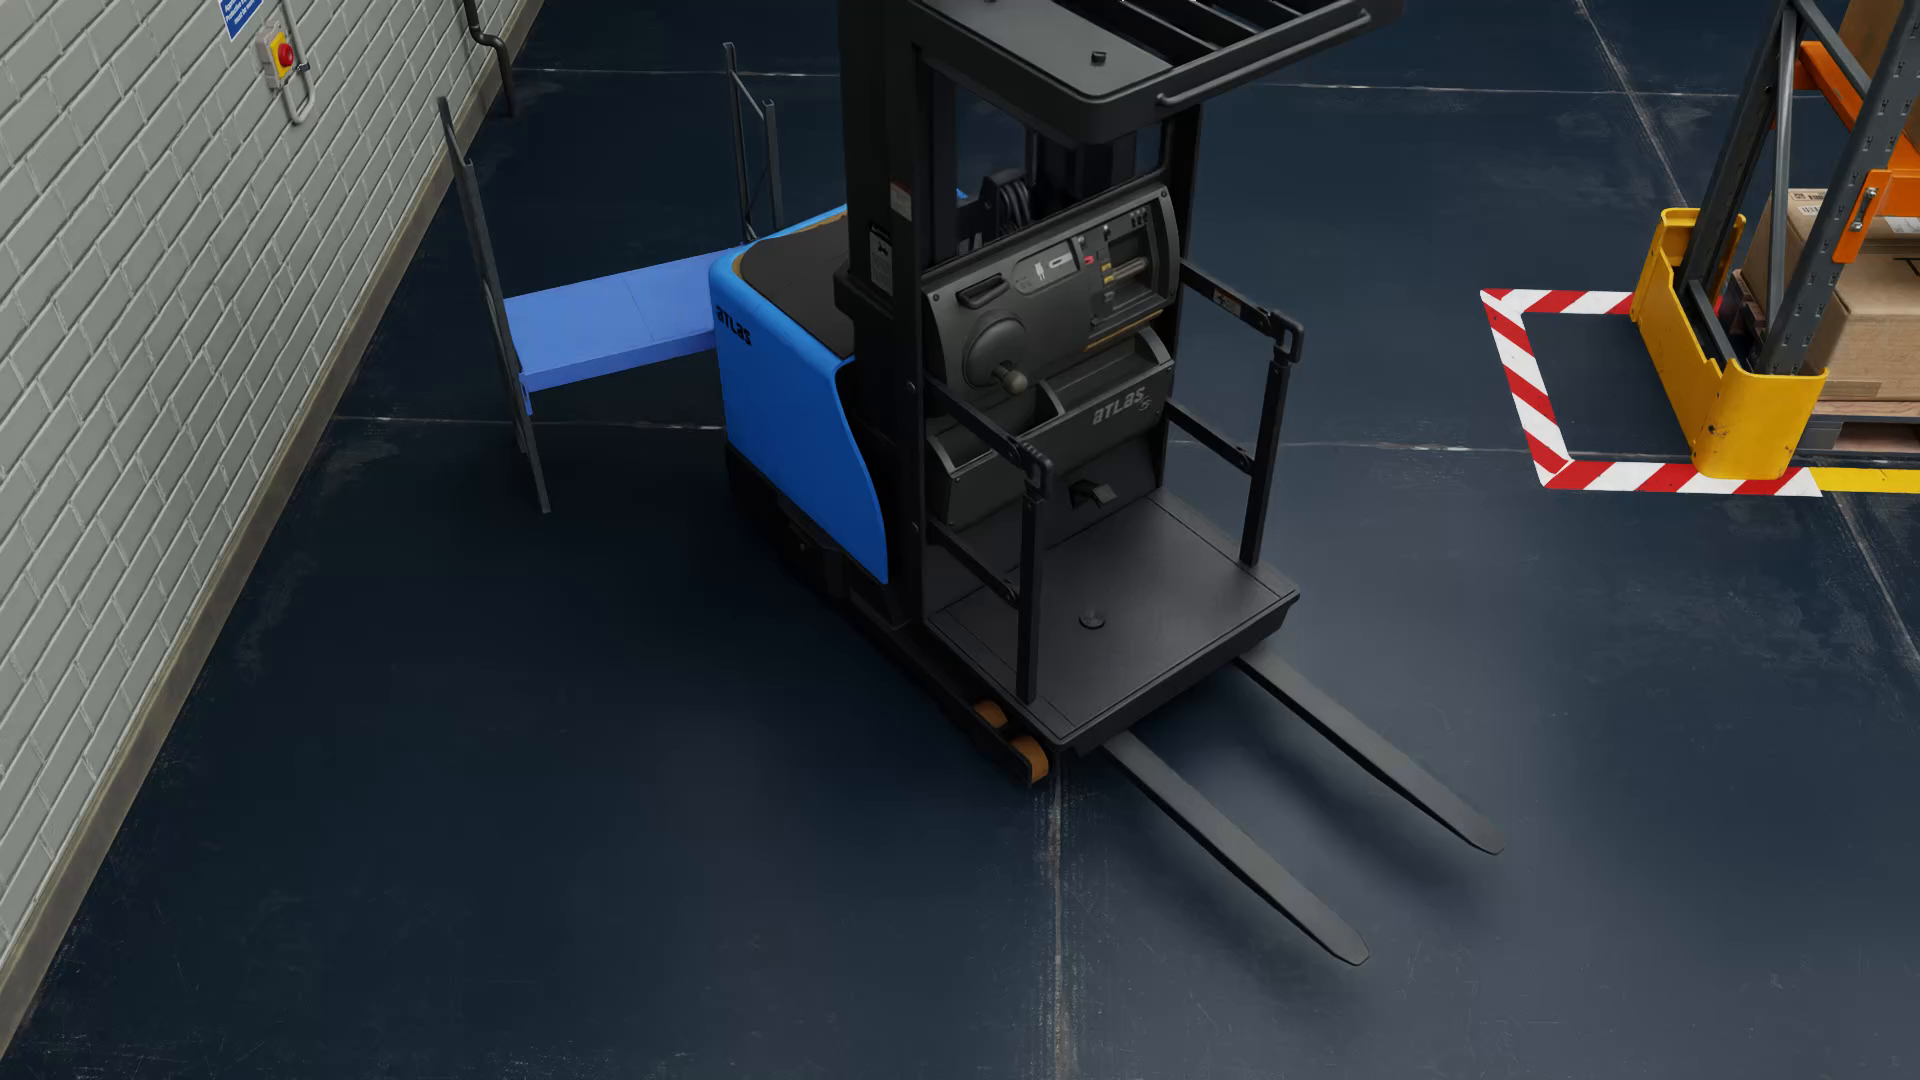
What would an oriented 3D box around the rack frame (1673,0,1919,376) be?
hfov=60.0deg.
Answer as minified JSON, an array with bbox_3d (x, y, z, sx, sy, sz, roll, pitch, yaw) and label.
[{"bbox_3d":[3.117,-1.732,5.908,0.127,3.000,1.000,2,43,2],"label":"rack frame"}]

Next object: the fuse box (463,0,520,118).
[{"bbox_3d":[-2.277,-2.843,8.047,0.414,1.711,0.539,2,43,2],"label":"fuse box"}]

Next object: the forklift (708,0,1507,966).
[{"bbox_3d":[0.426,-0.667,4.815,1.130,2.935,3.031,-29,50,-27],"label":"forklift"}]

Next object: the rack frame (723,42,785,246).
[{"bbox_3d":[-0.739,-1.078,6.307,0.032,1.500,0.500,-16,45,-16],"label":"rack frame"}]

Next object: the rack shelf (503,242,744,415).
[{"bbox_3d":[-1.208,-0.812,6.286,1.000,0.185,0.538,-16,45,-16],"label":"rack shelf"}]

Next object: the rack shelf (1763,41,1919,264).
[{"bbox_3d":[5.115,-1.407,6.087,4.000,0.370,1.077,2,43,2],"label":"rack shelf"}]

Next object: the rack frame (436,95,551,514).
[{"bbox_3d":[-1.677,-0.810,6.019,0.032,1.500,0.500,-16,45,-16],"label":"rack frame"}]

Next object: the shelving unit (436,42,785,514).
[{"bbox_3d":[-1.208,-0.944,6.163,1.048,1.500,0.538,-16,45,-16],"label":"shelving unit"}]

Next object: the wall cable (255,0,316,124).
[{"bbox_3d":[-2.517,-2.272,5.720,0.123,1.953,0.585,2,43,2],"label":"wall cable"}]

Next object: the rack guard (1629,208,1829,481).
[{"bbox_3d":[3.093,-0.818,6.761,0.348,0.500,1.175,2,43,2],"label":"rack guard"}]

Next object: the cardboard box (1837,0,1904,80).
[{"bbox_3d":[3.610,-1.934,6.052,0.500,0.500,0.500,2,43,2],"label":"cardboard box"}]

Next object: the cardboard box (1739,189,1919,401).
[{"bbox_3d":[3.780,-0.996,6.690,0.875,0.438,0.875,0,43,0],"label":"cardboard box"}]

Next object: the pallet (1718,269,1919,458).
[{"bbox_3d":[3.919,-0.740,6.889,1.213,0.211,1.003,2,43,2],"label":"pallet"}]

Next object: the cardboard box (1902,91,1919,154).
[{"bbox_3d":[3.583,-1.558,5.648,0.500,0.500,0.500,1,43,2],"label":"cardboard box"}]

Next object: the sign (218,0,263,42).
[{"bbox_3d":[-2.581,-1.957,5.951,0.001,0.218,0.327,2,43,2],"label":"sign"}]
